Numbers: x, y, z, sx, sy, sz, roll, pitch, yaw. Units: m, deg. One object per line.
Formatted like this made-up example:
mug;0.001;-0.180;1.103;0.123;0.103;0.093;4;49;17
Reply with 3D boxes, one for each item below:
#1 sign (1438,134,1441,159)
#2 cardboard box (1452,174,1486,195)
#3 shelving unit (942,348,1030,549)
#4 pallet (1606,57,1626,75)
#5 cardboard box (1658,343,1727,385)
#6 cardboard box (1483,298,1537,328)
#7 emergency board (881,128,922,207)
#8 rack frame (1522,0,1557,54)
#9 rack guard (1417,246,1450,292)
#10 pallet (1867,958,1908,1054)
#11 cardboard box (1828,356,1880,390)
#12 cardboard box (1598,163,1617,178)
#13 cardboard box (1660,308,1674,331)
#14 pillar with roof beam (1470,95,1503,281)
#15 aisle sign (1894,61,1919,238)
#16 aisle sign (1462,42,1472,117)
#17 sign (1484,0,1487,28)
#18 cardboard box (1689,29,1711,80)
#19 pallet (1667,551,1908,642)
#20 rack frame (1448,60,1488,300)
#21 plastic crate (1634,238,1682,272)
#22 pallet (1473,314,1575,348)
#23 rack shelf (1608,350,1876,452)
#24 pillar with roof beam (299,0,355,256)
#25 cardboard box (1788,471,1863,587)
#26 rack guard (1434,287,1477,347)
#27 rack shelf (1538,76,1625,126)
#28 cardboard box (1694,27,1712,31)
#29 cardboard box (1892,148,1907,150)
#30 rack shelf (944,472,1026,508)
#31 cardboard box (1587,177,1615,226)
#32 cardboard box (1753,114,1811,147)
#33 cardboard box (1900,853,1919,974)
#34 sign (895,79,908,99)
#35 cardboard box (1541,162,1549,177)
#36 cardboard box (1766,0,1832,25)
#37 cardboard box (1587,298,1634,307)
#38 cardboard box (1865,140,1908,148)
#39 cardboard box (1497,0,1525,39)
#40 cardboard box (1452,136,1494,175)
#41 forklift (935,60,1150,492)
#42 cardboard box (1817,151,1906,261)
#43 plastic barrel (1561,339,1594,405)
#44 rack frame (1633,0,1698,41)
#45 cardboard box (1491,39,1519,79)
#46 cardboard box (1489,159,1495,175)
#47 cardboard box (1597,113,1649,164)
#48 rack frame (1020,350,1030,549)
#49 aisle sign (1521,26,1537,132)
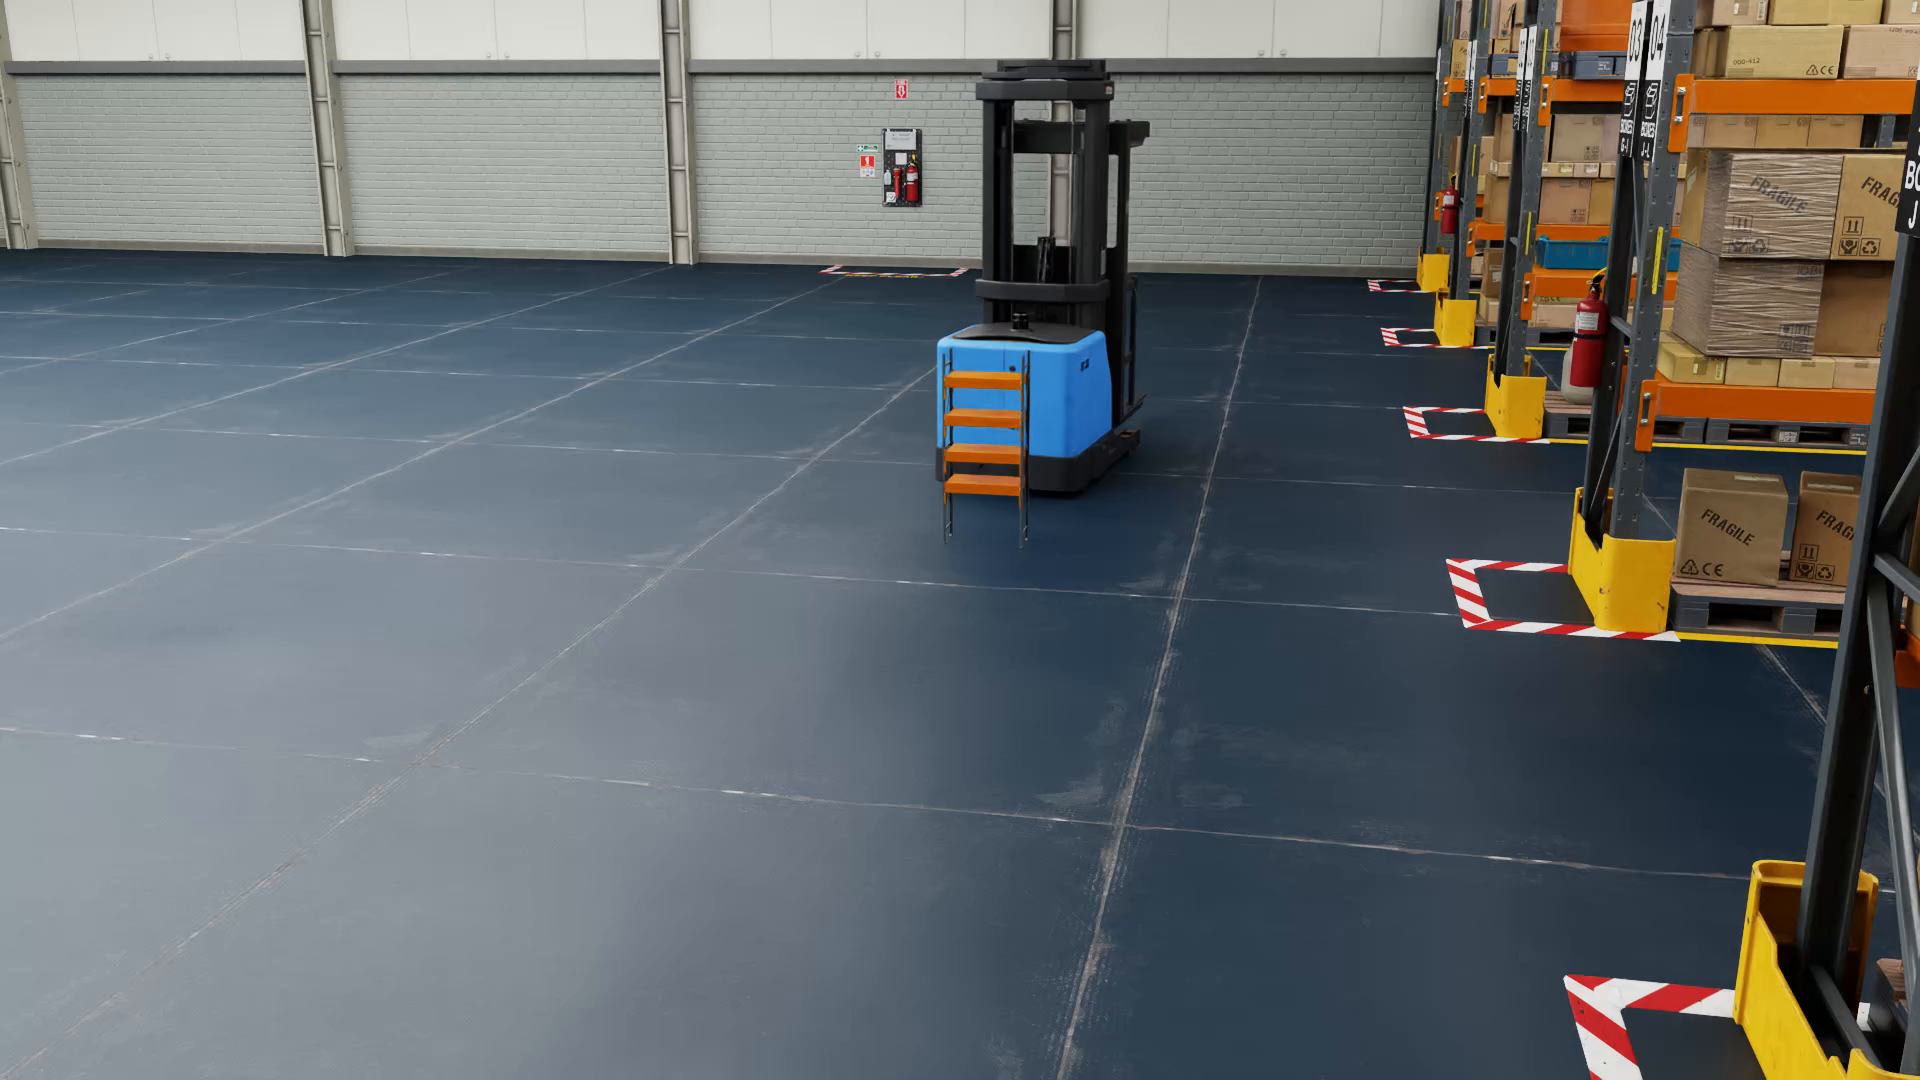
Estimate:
sign;6.431;-5.279;22.310;0.005;0.325;0.100;3;16;11
cardboard box;6.954;-4.833;22.562;0.500;0.250;0.500;3;16;9
shelving unit;0.162;-0.569;10.300;0.503;1.200;0.258;3;16;11
pallet;7.443;-5.002;17.479;1.213;0.211;1.003;3;16;11
cardboard box;3.810;-0.918;8.659;0.250;0.149;0.380;3;16;11
cardboard box;6.037;-2.499;18.258;0.500;0.250;0.500;3;16;11
emergency board;-0.896;-5.654;25.284;0.643;1.169;0.194;3;16;11
rack frame;4.565;-5.304;12.782;0.127;3.000;1.000;3;16;11
rack guard;6.614;-3.796;23.258;0.348;0.500;1.175;3;16;11
pallet;3.290;1.541;4.533;1.213;0.211;1.003;3;16;11
cardboard box;4.542;-0.875;8.502;0.250;0.149;0.380;3;16;11
cardboard box;6.909;-3.937;17.684;0.250;0.149;0.380;3;16;9
cardboard box;7.506;-2.418;17.968;0.500;0.250;0.500;3;16;11
pillar with roof beam;6.540;-6.958;18.755;0.400;9.000;9.100;3;16;11
aisle sign;2.481;-1.160;4.190;0.004;0.787;0.394;3;16;11
aisle sign;5.550;-5.041;18.203;0.004;0.787;0.394;3;16;11
sign;5.439;-5.468;17.209;0.005;0.325;0.100;3;16;11
cardboard box;4.101;-2.531;8.672;0.500;0.250;0.500;3;16;12
pallet;4.441;0.283;9.073;1.213;0.211;1.003;3;16;11
rack frame;5.556;-3.708;18.260;0.127;3.000;1.000;3;16;11
plastic crate;5.750;-2.356;13.659;0.408;0.251;0.499;3;16;11
pallet;6.313;-2.335;18.525;1.213;0.211;1.003;3;16;11
rack shelf;5.538;-0.664;8.617;4.000;0.370;1.077;3;16;11
pillar with roof beam;-11.099;-7.916;22.211;0.400;9.000;9.100;3;16;11
cardboard box;4.779;-0.054;8.964;0.500;0.500;0.500;8;17;26
rack guard;5.532;-2.505;18.598;0.348;0.500;1.175;3;16;11
rack shelf;6.525;-3.405;12.894;4.000;0.370;1.077;3;16;11
cardboard box;3.912;-2.749;8.713;0.250;0.149;0.380;3;16;11
cardboard box;5.147;-1.773;8.657;0.500;0.500;0.500;3;16;11
rack shelf;0.162;-0.313;10.371;0.480;0.148;0.258;3;16;11
cardboard box;7.012;-3.674;17.947;0.500;0.500;0.700;3;16;11
cardboard box;8.544;-4.217;17.480;0.500;0.500;0.700;3;16;11
cardboard box;3.168;1.016;4.400;0.875;0.875;0.875;3;16;11
sign;-0.884;-6.798;25.070;0.199;0.298;0.001;3;16;11
cardboard box;6.157;-3.978;17.833;0.250;0.149;0.380;3;16;10
cardboard box;4.036;-2.568;8.059;0.250;0.149;0.380;3;16;12
cardboard box;7.020;-2.811;17.979;0.500;0.500;0.500;3;16;11
cardboard box;12.149;-4.957;21.757;0.500;0.500;0.700;5;16;19
cardboard box;7.350;-6.866;21.941;0.500;0.500;0.500;3;16;10
cardboard box;6.947;-5.199;22.480;0.500;0.500;0.500;3;16;11
forklift;0.779;-2.093;12.556;1.130;2.935;3.031;5;16;18
cardboard box;4.551;-1.661;8.253;0.500;0.500;0.500;3;16;11
plastic barrel;5.225;-1.401;13.804;0.421;0.512;0.421;0;15;0
rack frame;3.578;-4.008;8.104;0.127;3.000;1.000;3;16;11
cardboard box;7.336;-6.386;22.085;0.500;0.500;0.500;4;16;15
cardboard box;5.968;-4.098;18.266;0.250;0.149;0.380;3;16;10
cardboard box;7.073;-4.297;17.769;0.500;0.500;0.700;3;16;11
rack frame;0.401;-0.556;10.253;0.015;1.200;0.240;3;16;11
aisle sign;4.436;-3.593;12.973;0.004;0.787;0.394;3;16;11
